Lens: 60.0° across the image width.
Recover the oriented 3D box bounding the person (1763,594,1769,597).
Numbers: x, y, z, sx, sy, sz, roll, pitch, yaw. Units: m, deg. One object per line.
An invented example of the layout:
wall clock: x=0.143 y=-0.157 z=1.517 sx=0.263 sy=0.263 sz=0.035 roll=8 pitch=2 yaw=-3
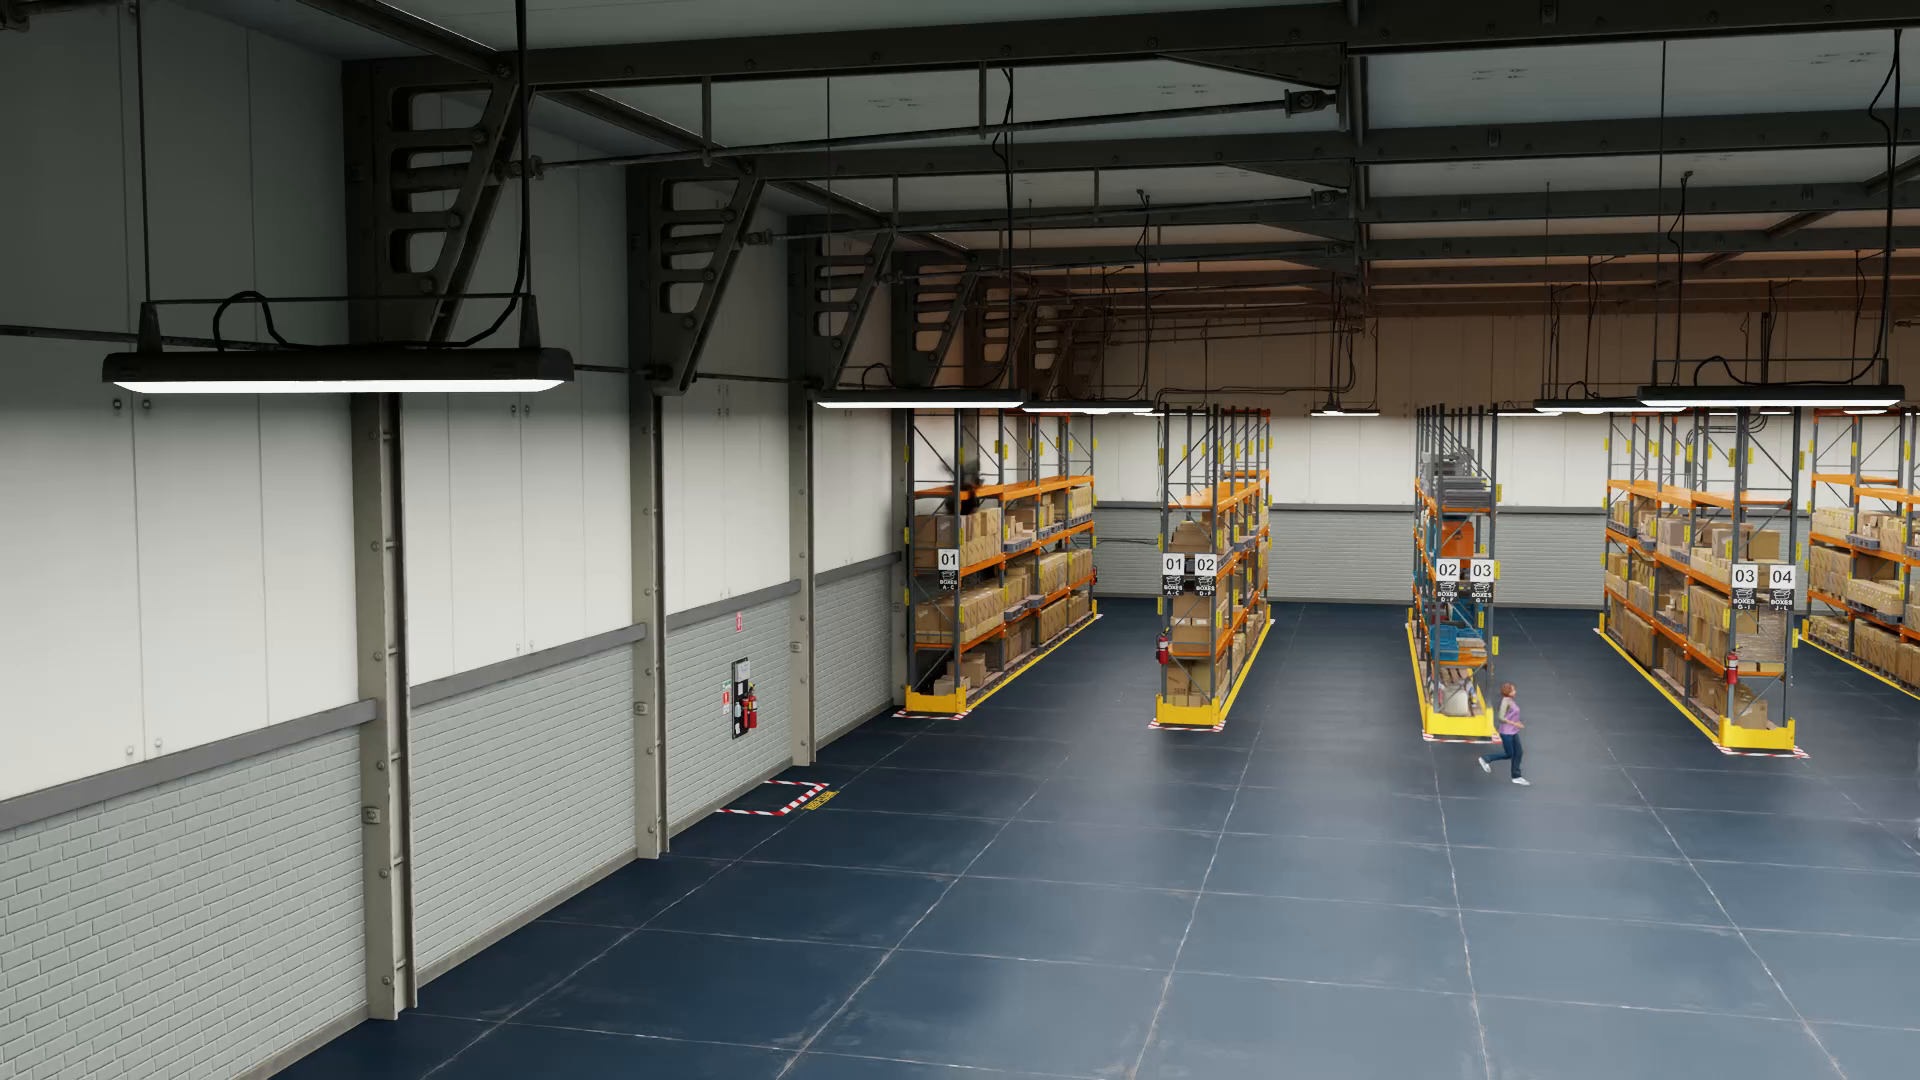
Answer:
person: x=20.682 y=1.733 z=43.138 sx=0.683 sy=1.715 sz=0.623 roll=3 pitch=5 yaw=37

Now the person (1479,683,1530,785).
person: x=8.580 y=3.034 z=26.137 sx=0.790 sy=1.586 sz=0.538 roll=3 pitch=5 yaw=34
